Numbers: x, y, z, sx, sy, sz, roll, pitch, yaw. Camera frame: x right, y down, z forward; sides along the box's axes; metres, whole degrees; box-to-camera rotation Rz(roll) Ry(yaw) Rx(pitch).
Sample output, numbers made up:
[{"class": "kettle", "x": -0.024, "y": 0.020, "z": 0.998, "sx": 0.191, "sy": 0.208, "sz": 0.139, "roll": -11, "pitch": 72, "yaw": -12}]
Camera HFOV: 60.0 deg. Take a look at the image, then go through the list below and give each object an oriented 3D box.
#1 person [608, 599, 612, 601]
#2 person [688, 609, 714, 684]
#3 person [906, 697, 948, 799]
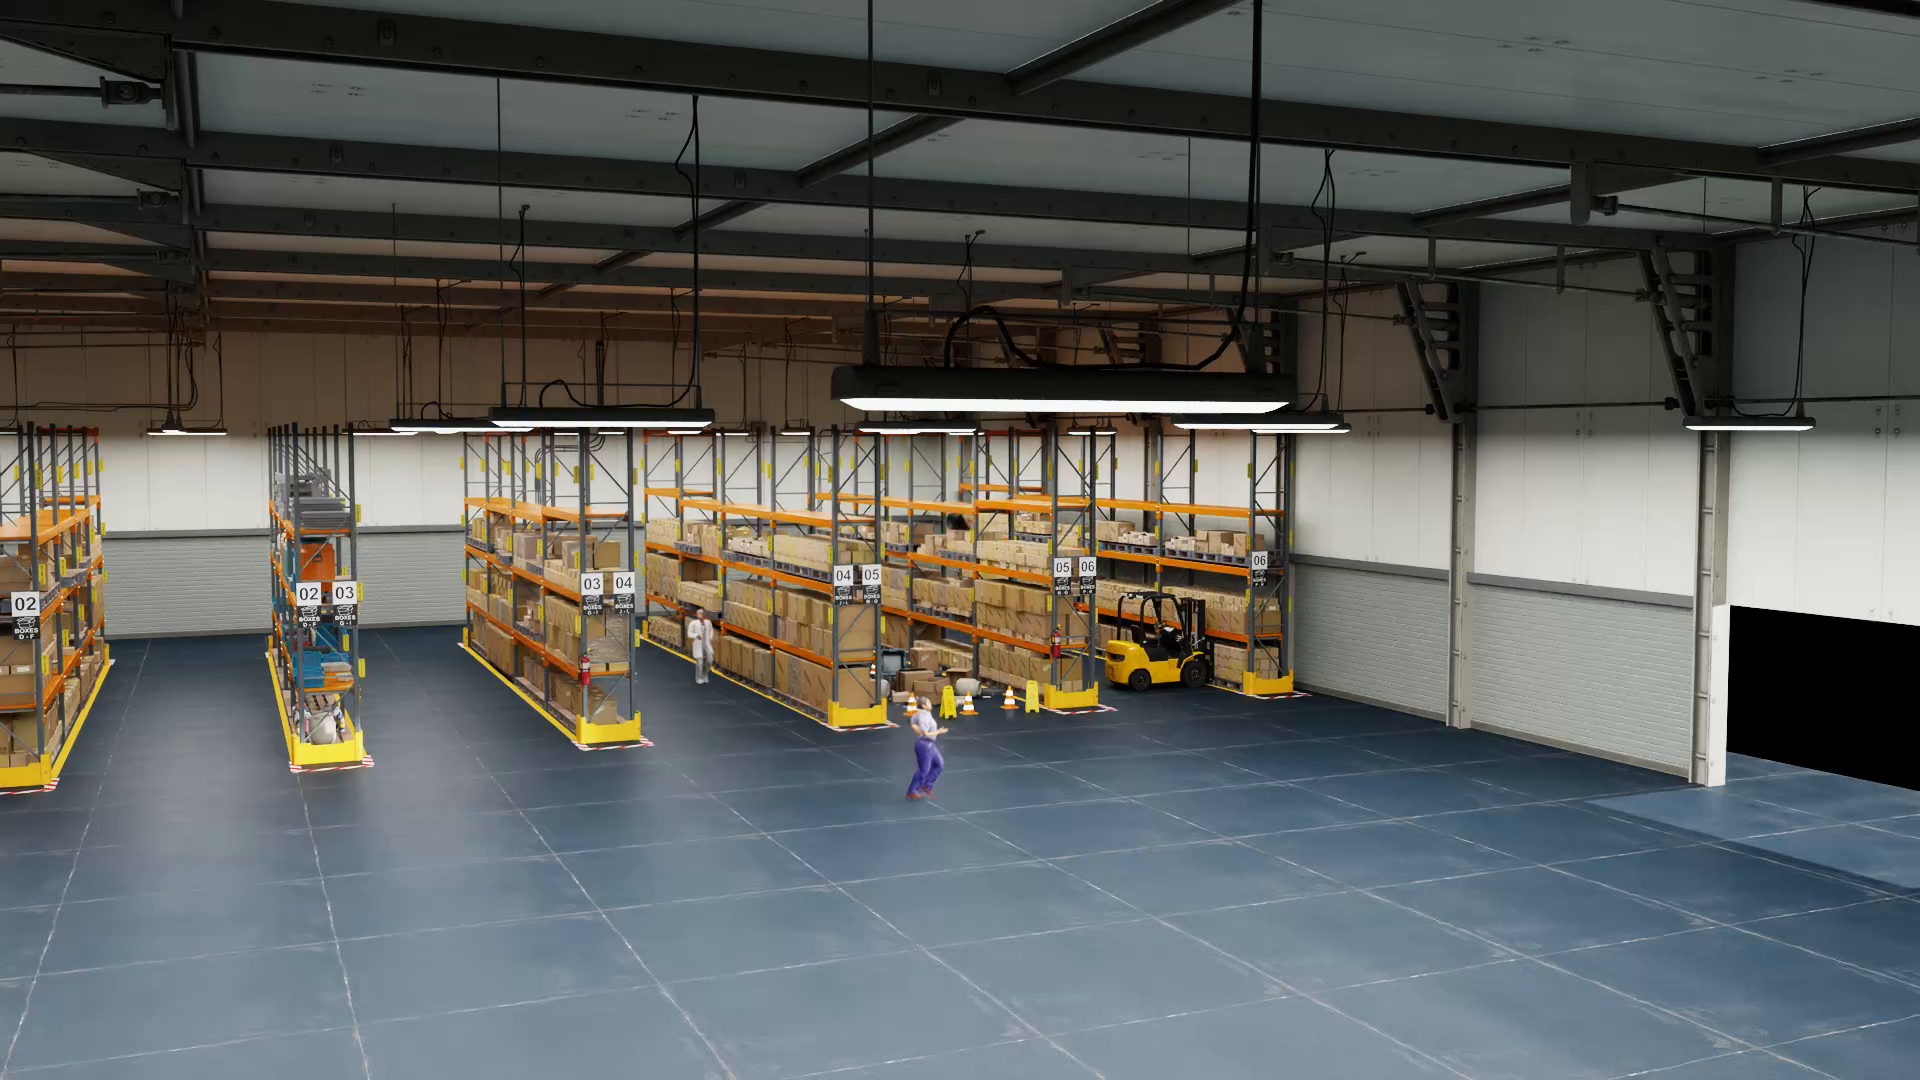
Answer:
[{"class": "person", "x": -10.302, "y": 2.049, "z": 47.502, "sx": 0.652, "sy": 1.562, "sz": 0.851, "roll": 0, "pitch": 4, "yaw": 7}, {"class": "person", "x": -5.968, "y": 2.588, "z": 38.638, "sx": 0.687, "sy": 1.545, "sz": 0.690, "roll": -2, "pitch": 4, "yaw": -29}, {"class": "person", "x": -0.520, "y": 3.312, "z": 26.300, "sx": 0.661, "sy": 1.664, "sz": 0.586, "roll": 0, "pitch": 3, "yaw": 1}]
